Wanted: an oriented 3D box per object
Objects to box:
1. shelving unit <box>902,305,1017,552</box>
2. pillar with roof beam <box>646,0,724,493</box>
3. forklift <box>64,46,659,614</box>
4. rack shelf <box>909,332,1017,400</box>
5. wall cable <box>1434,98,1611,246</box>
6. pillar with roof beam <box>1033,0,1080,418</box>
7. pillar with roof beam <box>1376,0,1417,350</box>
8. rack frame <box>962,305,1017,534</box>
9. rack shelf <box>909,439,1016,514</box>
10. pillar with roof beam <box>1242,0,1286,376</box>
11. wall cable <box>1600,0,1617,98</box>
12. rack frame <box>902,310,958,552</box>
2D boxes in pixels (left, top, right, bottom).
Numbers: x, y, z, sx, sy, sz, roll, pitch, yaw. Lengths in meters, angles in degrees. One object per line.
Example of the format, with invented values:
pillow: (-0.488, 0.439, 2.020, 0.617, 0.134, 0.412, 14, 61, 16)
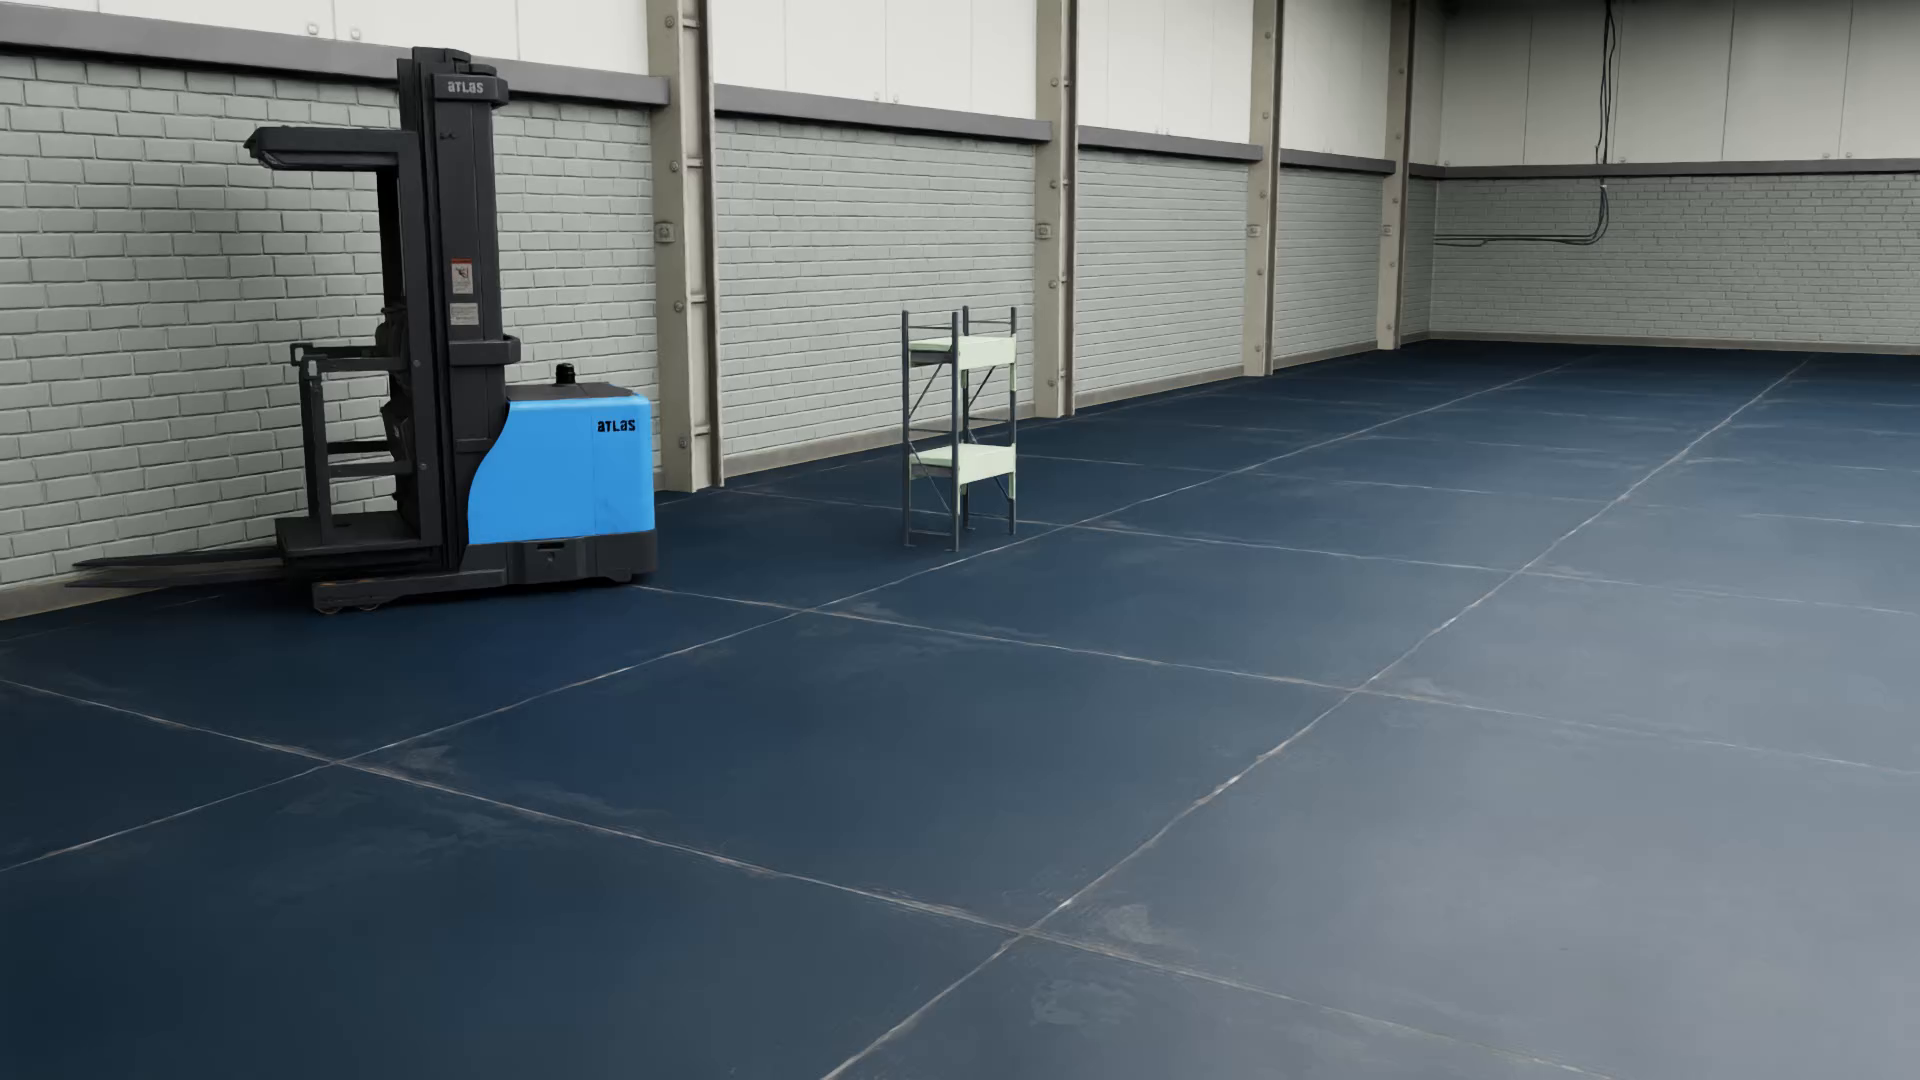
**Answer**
shelving unit: (0.003, -0.738, 10.736, 0.431, 1.500, 0.755, 6, 12, 31)
pillar with roof beam: (1.585, -4.423, 10.041, 9.100, 9.000, 0.400, 6, 12, 31)
forklift: (-3.296, -1.160, 9.102, 3.031, 2.935, 1.130, -5, 12, -24)
rack shelf: (0.003, -1.122, 10.664, 0.431, 0.370, 0.720, 6, 12, 31)
wall cable: (9.911, -6.476, 29.445, 3.097, 2.526, 0.112, 6, 12, 31)
pillar with roof beam: (4.700, -5.367, 15.081, 9.100, 9.000, 0.400, 6, 12, 31)
pillar with roof beam: (10.930, -7.254, 25.162, 9.100, 9.000, 0.400, 6, 12, 31)
rack frame: (0.193, -0.796, 11.044, 0.400, 1.500, 0.023, 6, 12, 31)
rack shelf: (0.003, -0.418, 10.796, 0.431, 0.370, 0.720, 6, 12, 31)
pillar with roof beam: (7.815, -6.310, 20.122, 9.100, 9.000, 0.400, 6, 12, 31)
wall cable: (12.223, -8.700, 27.600, 3.097, 2.526, 0.112, 6, 12, 31)
rack frame: (-0.187, -0.681, 10.429, 0.400, 1.500, 0.023, 6, 12, 31)
